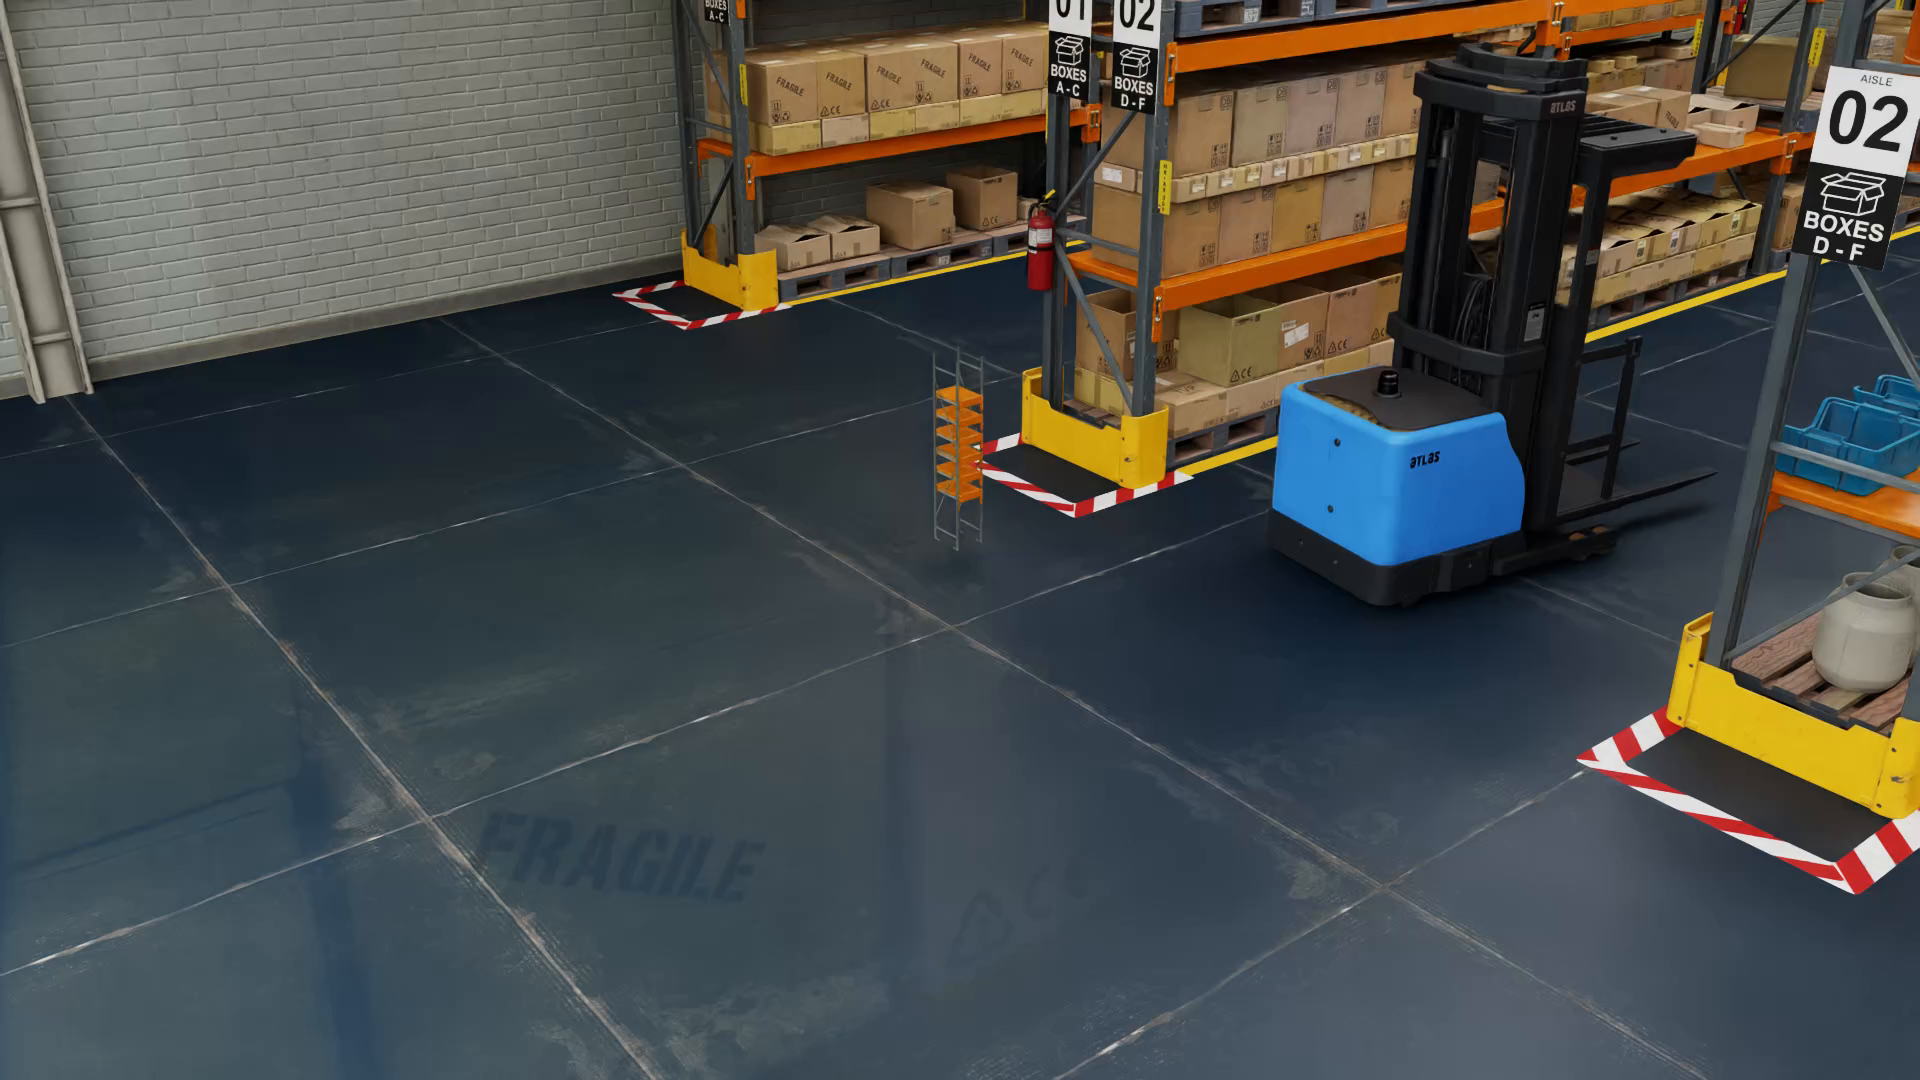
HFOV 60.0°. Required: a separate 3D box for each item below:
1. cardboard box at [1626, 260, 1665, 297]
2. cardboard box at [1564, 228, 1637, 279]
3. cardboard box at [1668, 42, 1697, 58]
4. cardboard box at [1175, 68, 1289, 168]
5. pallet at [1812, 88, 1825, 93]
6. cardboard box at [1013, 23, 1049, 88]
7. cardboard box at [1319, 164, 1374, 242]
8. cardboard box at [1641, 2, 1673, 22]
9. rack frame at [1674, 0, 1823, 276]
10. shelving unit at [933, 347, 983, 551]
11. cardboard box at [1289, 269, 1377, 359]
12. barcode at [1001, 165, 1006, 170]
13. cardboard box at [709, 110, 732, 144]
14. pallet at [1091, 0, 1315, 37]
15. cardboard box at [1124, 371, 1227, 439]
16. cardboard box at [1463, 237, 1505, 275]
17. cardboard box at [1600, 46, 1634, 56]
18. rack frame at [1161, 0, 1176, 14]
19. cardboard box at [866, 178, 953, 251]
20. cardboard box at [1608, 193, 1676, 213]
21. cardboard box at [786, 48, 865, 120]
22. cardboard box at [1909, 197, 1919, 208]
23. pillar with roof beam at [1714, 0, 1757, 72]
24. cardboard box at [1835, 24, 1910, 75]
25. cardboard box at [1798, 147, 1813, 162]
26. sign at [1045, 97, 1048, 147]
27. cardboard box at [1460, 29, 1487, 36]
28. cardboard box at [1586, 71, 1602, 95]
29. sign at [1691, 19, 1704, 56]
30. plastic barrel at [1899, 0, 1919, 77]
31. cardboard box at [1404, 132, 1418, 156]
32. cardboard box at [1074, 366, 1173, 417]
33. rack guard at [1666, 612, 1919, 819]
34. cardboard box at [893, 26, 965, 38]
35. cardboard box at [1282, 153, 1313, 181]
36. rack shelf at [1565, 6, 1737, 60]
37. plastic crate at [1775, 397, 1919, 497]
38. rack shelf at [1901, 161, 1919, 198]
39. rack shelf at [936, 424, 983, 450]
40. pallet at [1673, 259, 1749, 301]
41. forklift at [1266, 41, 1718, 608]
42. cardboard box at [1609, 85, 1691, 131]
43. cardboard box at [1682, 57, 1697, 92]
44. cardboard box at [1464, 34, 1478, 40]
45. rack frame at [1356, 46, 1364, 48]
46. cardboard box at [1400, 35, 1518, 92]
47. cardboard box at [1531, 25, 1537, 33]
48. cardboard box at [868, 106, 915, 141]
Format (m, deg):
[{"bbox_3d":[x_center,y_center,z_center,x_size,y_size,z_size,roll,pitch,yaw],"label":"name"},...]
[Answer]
[{"bbox_3d":[5.752,-2.334,14.484,0.500,0.250,0.500,-18,30,-33],"label":"cardboard box"},{"bbox_3d":[5.354,-2.454,14.077,0.500,0.311,0.500,-19,31,-36],"label":"cardboard box"},{"bbox_3d":[9.977,-6.768,22.970,0.250,0.149,0.380,-19,31,-35],"label":"cardboard box"},{"bbox_3d":[1.751,-2.833,11.131,0.500,0.500,0.700,-19,31,-35],"label":"cardboard box"},{"bbox_3d":[8.747,-4.428,16.455,1.213,0.211,1.003,-18,31,-34],"label":"pallet"},{"bbox_3d":[0.831,-4.665,16.002,0.500,0.500,0.500,-18,31,-34],"label":"cardboard box"},{"bbox_3d":[2.516,-2.495,11.944,0.500,0.500,0.700,-17,30,-33],"label":"cardboard box"},{"bbox_3d":[8.889,-7.339,22.143,0.700,0.700,0.980,-20,32,-36],"label":"cardboard box"},{"bbox_3d":[7.219,-4.008,15.323,0.127,3.000,1.000,-18,31,-34],"label":"rack frame"},{"bbox_3d":[-0.011,-0.540,9.989,0.189,1.200,0.258,-18,31,-34],"label":"shelving unit"},{"bbox_3d":[2.665,-1.668,12.157,0.500,0.500,0.500,-18,31,-34],"label":"cardboard box"},{"bbox_3d":[0.439,-3.759,16.853,0.075,0.075,0.001,-18,31,-34],"label":"barcode"},{"bbox_3d":[-1.887,-3.696,14.806,0.500,0.250,0.500,-18,30,-33],"label":"cardboard box"},{"bbox_3d":[1.496,-3.425,10.609,1.213,0.211,1.003,-18,31,-34],"label":"pallet"},{"bbox_3d":[1.483,-0.939,11.477,0.500,0.250,0.500,-18,31,-34],"label":"cardboard box"},{"bbox_3d":[4.213,-2.367,13.887,0.500,0.311,0.500,-18,31,-34],"label":"cardboard box"},{"bbox_3d":[8.944,-6.631,22.674,0.250,0.149,0.380,-18,30,-34],"label":"cardboard box"},{"bbox_3d":[0.924,-4.651,9.582,0.127,3.000,1.000,-18,31,-34],"label":"rack frame"},{"bbox_3d":[-0.479,-3.108,15.829,0.500,0.500,0.700,-21,32,-37],"label":"cardboard box"},{"bbox_3d":[6.218,-3.028,15.311,0.500,0.311,0.500,-19,31,-35],"label":"cardboard box"},{"bbox_3d":[-1.179,-4.001,14.570,0.500,0.500,0.500,-18,30,-34],"label":"cardboard box"},{"bbox_3d":[9.761,-3.764,17.244,0.500,0.500,0.500,-18,30,-34],"label":"cardboard box"},{"bbox_3d":[14.702,-10.009,21.127,0.400,9.000,9.100,-18,31,-34],"label":"pillar with roof beam"},{"bbox_3d":[9.015,-4.803,16.419,0.700,0.500,0.500,18,30,33],"label":"cardboard box"},{"bbox_3d":[8.655,-4.018,16.900,0.500,0.250,0.500,-19,31,-35],"label":"cardboard box"},{"bbox_3d":[0.600,-2.746,10.946,0.005,0.325,0.100,-18,31,-34],"label":"sign"},{"bbox_3d":[5.914,-6.278,19.718,0.500,0.500,0.500,-17,30,-33],"label":"cardboard box"},{"bbox_3d":[7.959,-5.904,21.879,0.500,0.500,0.700,-18,30,-33],"label":"cardboard box"},{"bbox_3d":[6.877,-4.674,15.478,0.005,0.325,0.100,-18,31,-34],"label":"sign"},{"bbox_3d":[4.282,-2.202,6.860,0.708,0.830,0.600,-18,31,-34],"label":"plastic barrel"},{"bbox_3d":[3.188,-2.903,12.053,0.250,0.149,0.380,-18,31,-34],"label":"cardboard box"},{"bbox_3d":[1.164,-1.110,11.846,0.500,0.250,0.500,-18,31,-34],"label":"cardboard box"},{"bbox_3d":[4.008,0.811,7.909,0.348,0.500,1.175,-18,31,-34],"label":"rack guard"},{"bbox_3d":[-0.292,-4.576,15.811,0.500,0.500,0.500,-17,30,-33],"label":"cardboard box"},{"bbox_3d":[2.177,-2.569,11.332,0.250,0.149,0.380,-19,31,-36],"label":"cardboard box"},{"bbox_3d":[8.881,-6.880,22.366,4.000,0.370,1.077,-18,31,-34],"label":"rack shelf"},{"bbox_3d":[4.187,-0.450,7.832,0.616,0.251,0.499,-18,31,-34],"label":"plastic crate"},{"bbox_3d":[5.551,-1.842,7.947,4.000,0.370,1.077,-18,31,-34],"label":"rack shelf"},{"bbox_3d":[-0.011,-0.609,9.957,0.180,0.103,0.258,-18,31,-34],"label":"rack shelf"},{"bbox_3d":[6.547,-2.542,15.477,1.213,0.211,1.003,-18,31,-34],"label":"pallet"},{"bbox_3d":[3.389,-1.383,9.748,3.031,2.935,1.130,-13,28,-26],"label":"forklift"},{"bbox_3d":[5.909,-3.612,14.351,0.500,0.500,0.500,-20,32,-37],"label":"cardboard box"},{"bbox_3d":[9.966,-6.568,23.309,0.500,0.500,0.700,-18,31,-34],"label":"cardboard box"},{"bbox_3d":[5.973,-6.020,19.932,0.250,0.149,0.380,-17,30,-32],"label":"cardboard box"},{"bbox_3d":[4.160,-5.648,18.856,0.127,3.000,1.000,-18,31,-34],"label":"rack frame"},{"bbox_3d":[3.726,-3.485,12.537,0.500,0.500,0.700,-18,30,-34],"label":"cardboard box"},{"bbox_3d":[7.032,-6.327,20.595,0.250,0.149,0.380,-18,30,-33],"label":"cardboard box"},{"bbox_3d":[-0.751,-3.802,15.034,0.500,0.250,0.500,-19,31,-35],"label":"cardboard box"}]
